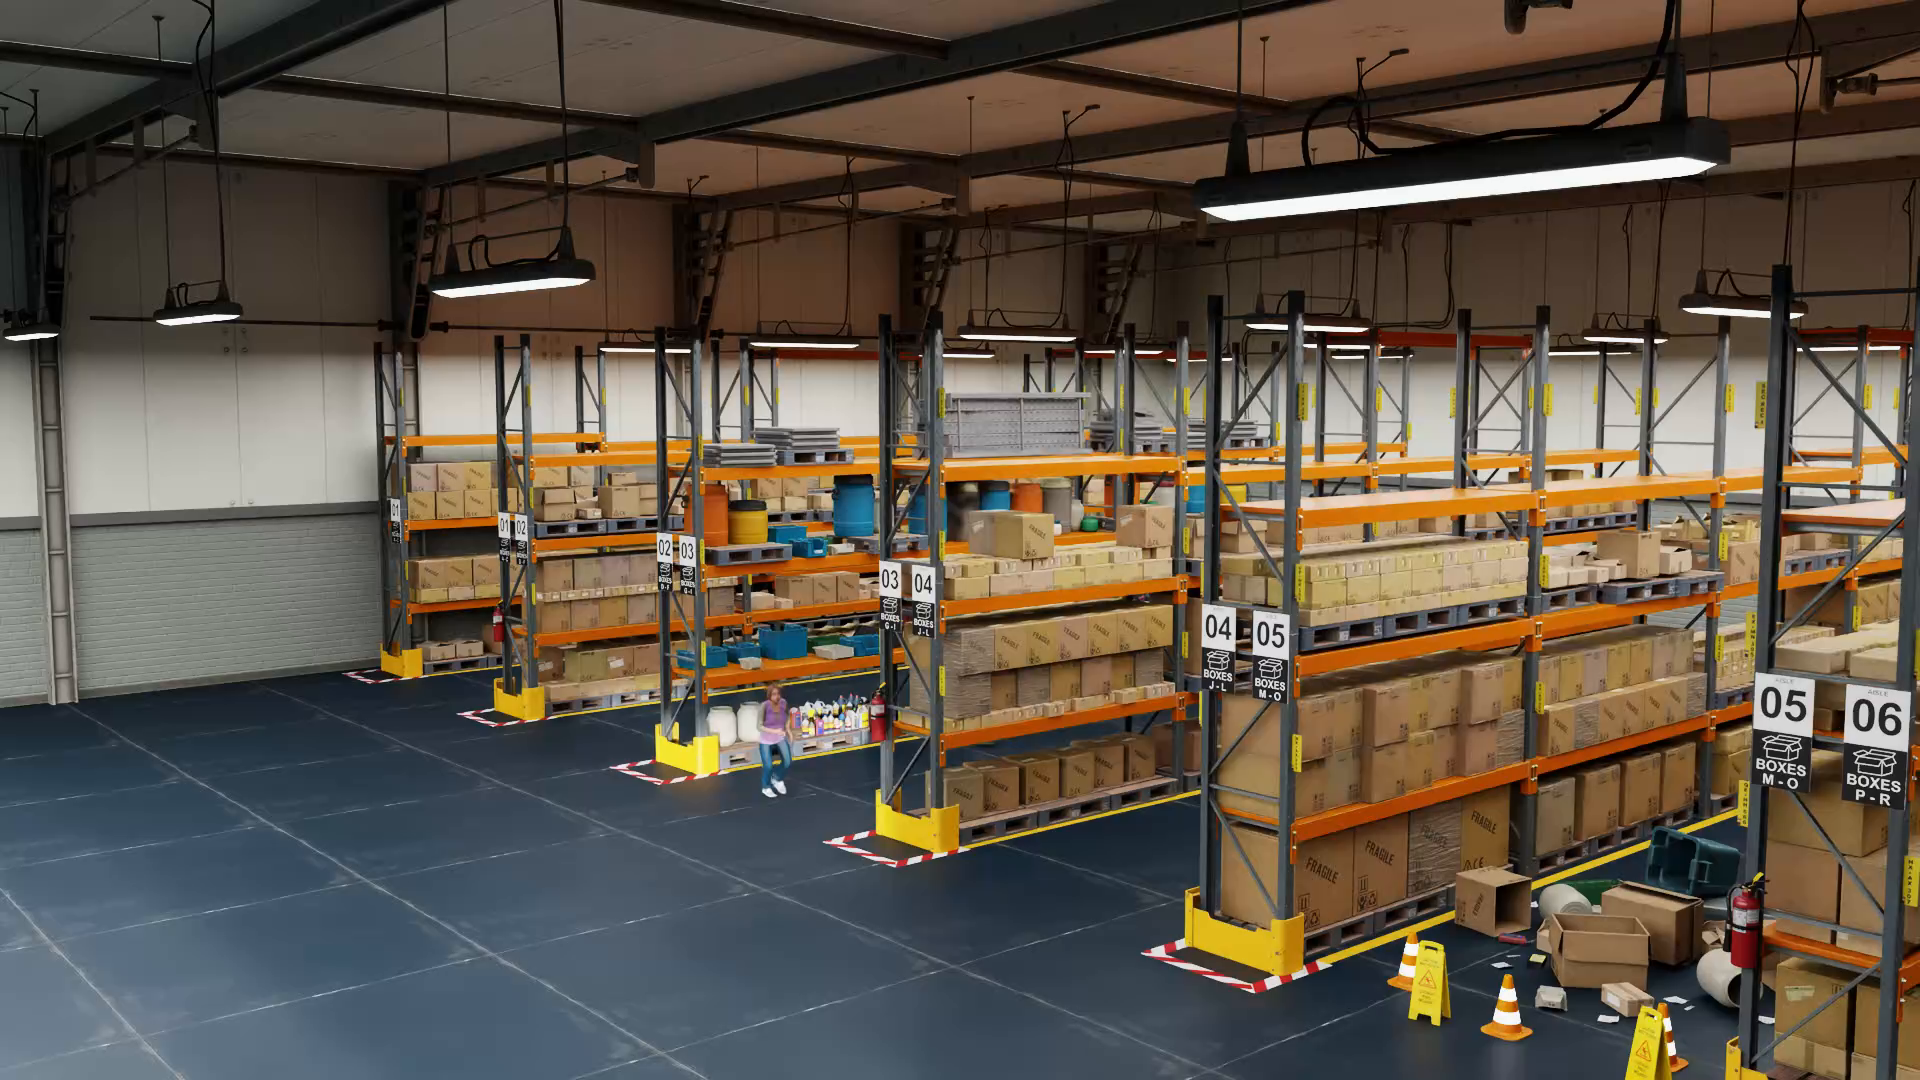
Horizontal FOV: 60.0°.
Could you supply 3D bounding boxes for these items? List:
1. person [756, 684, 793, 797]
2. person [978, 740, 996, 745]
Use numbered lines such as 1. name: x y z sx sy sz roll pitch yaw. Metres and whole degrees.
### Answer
1. person: -2.322 2.527 20.849 0.527 1.504 0.798 -2 6 -23
2. person: 0.245 2.218 23.797 0.827 1.562 0.691 -5 7 -44
